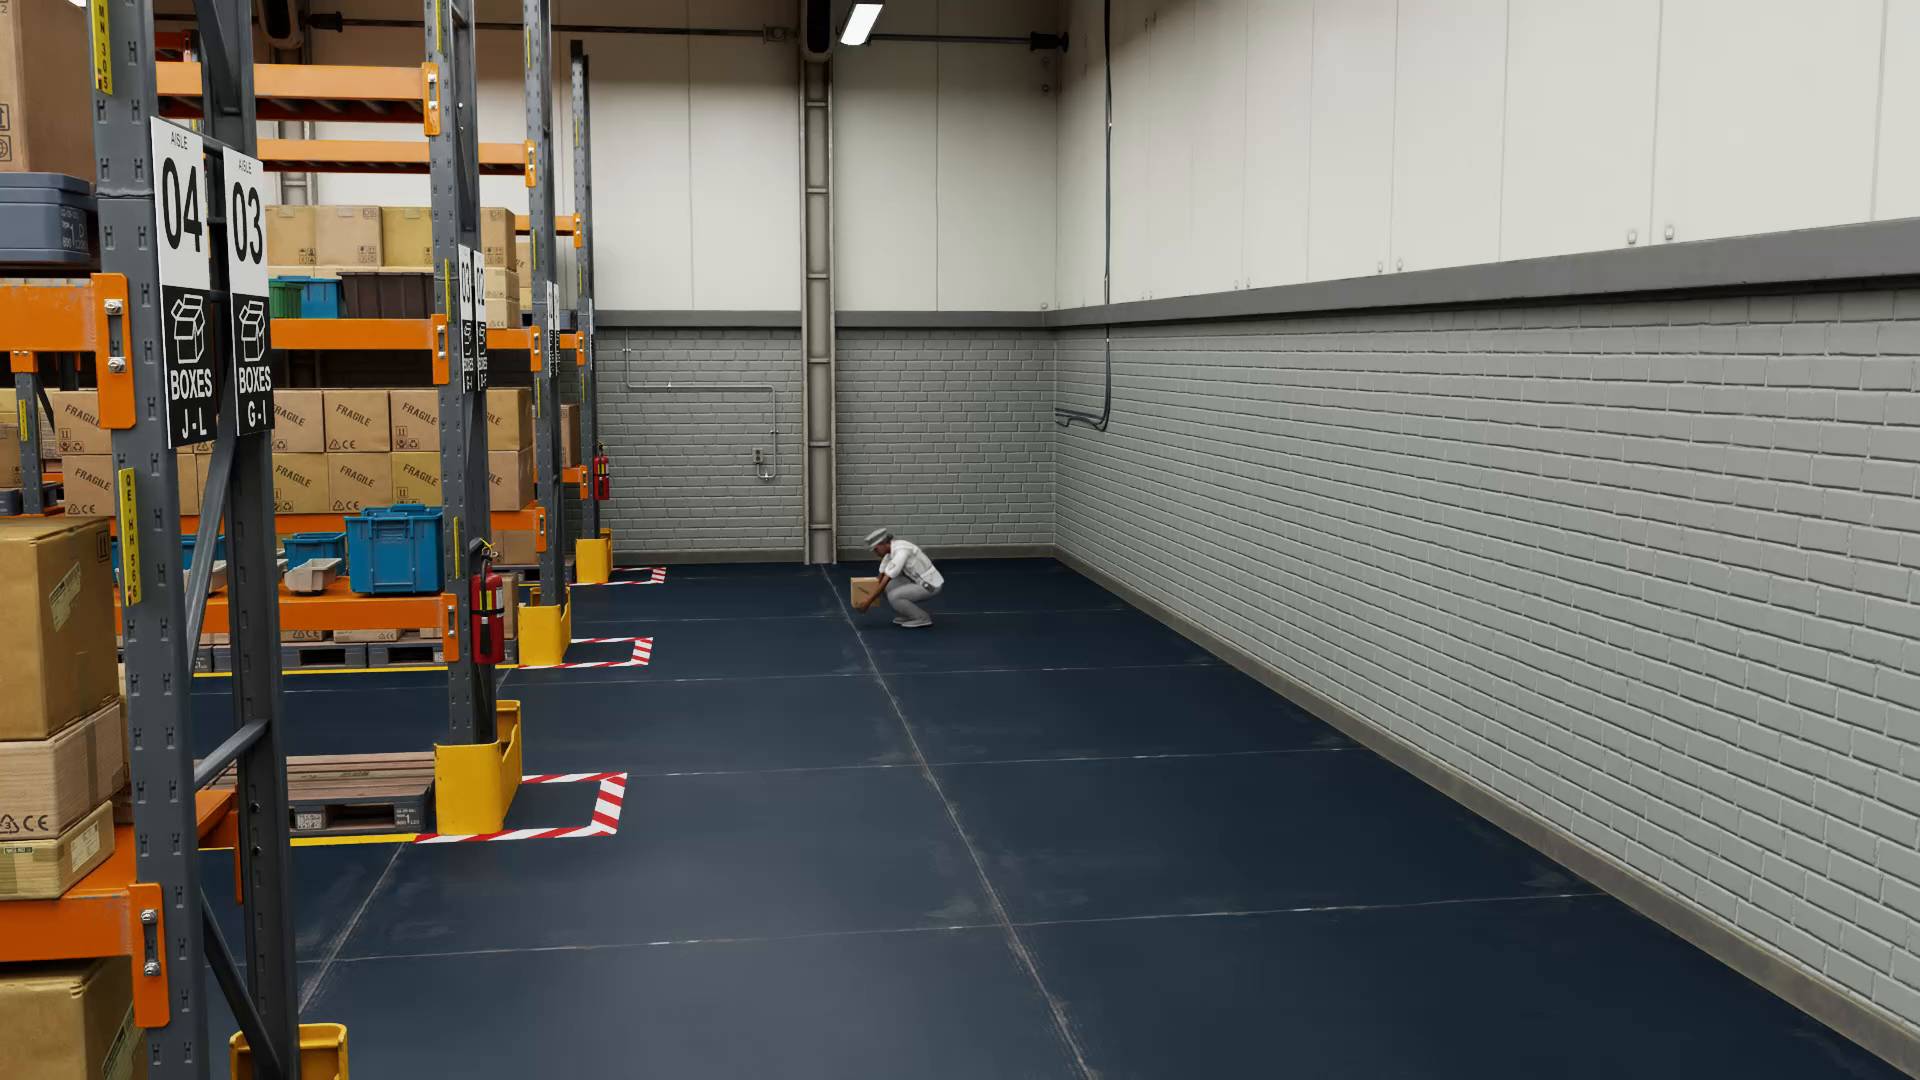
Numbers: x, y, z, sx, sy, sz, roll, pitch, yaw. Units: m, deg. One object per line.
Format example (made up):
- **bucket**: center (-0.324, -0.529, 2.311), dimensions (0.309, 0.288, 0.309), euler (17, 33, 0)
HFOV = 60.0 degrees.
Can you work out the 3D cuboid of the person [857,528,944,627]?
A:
- **person**: center (-0.572, 0.353, 15.938), dimensions (0.834, 0.957, 0.502), euler (-1, 7, -9)
